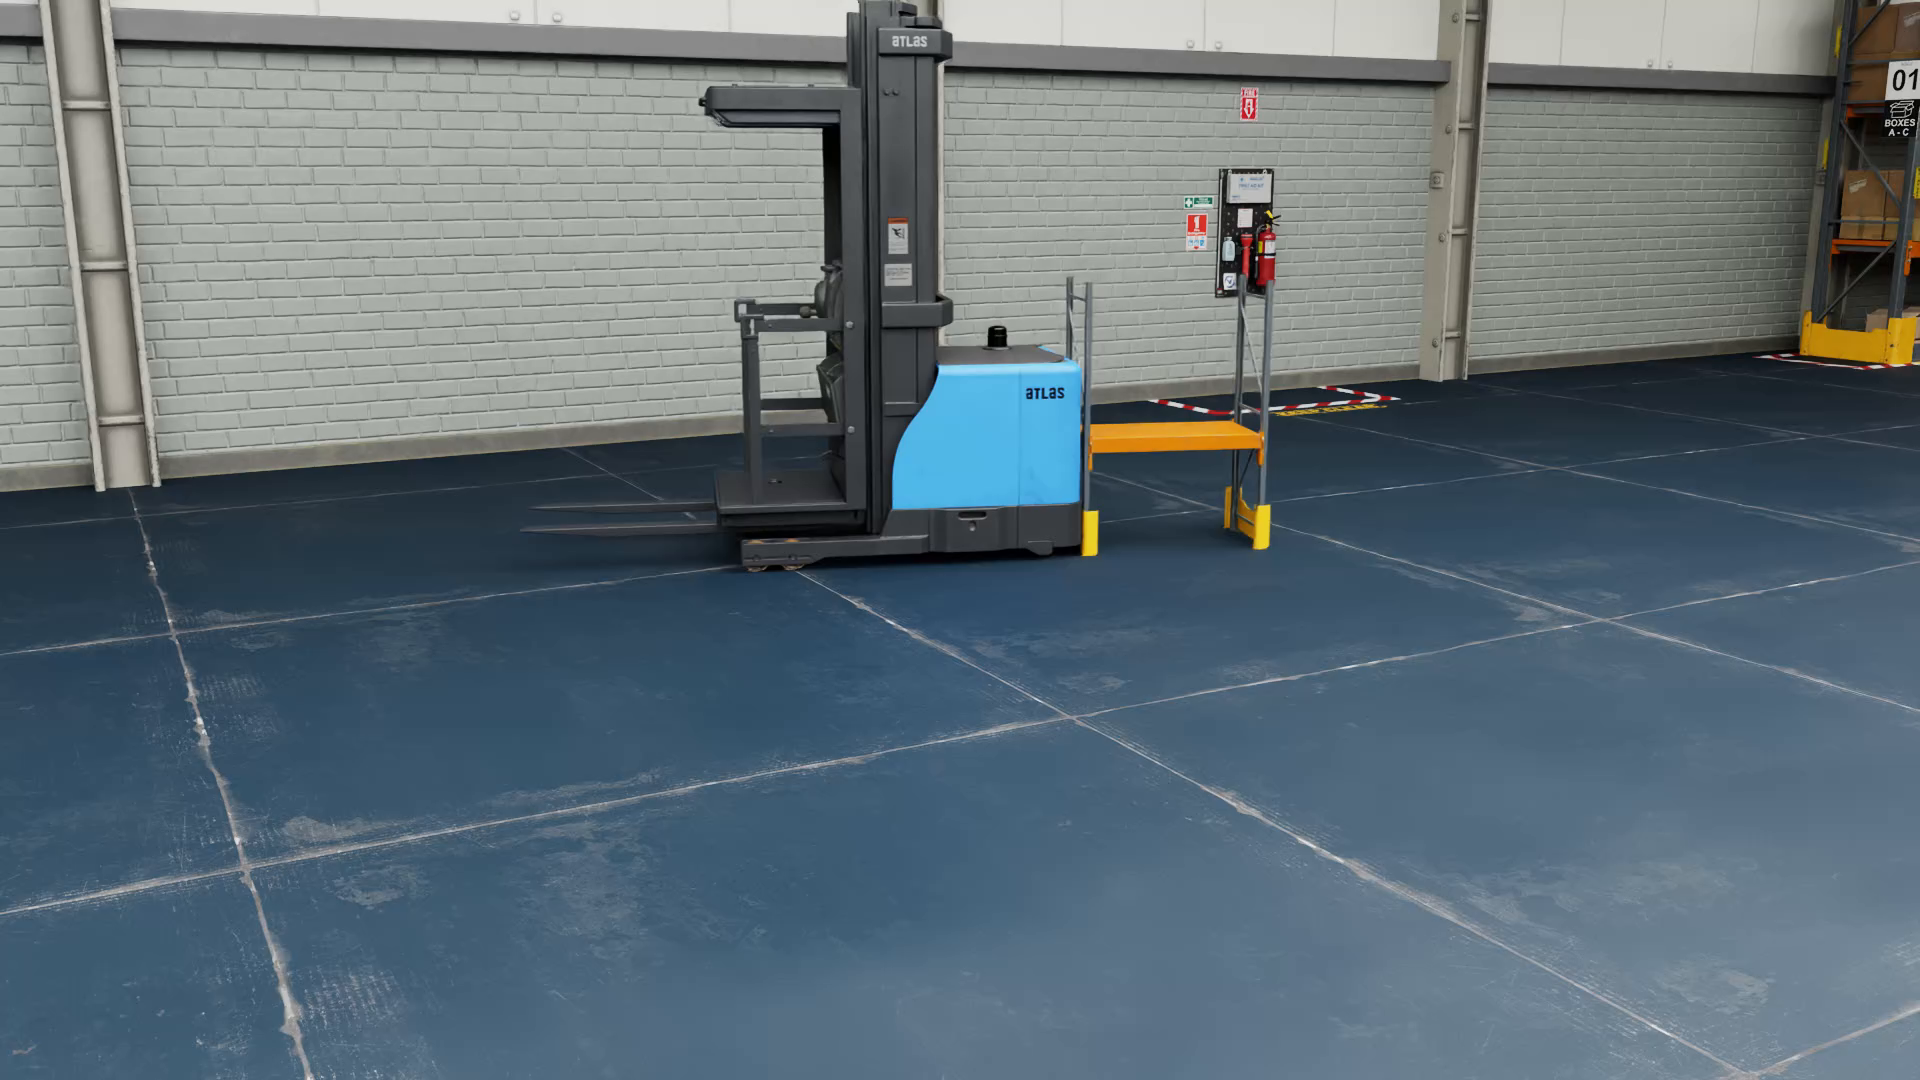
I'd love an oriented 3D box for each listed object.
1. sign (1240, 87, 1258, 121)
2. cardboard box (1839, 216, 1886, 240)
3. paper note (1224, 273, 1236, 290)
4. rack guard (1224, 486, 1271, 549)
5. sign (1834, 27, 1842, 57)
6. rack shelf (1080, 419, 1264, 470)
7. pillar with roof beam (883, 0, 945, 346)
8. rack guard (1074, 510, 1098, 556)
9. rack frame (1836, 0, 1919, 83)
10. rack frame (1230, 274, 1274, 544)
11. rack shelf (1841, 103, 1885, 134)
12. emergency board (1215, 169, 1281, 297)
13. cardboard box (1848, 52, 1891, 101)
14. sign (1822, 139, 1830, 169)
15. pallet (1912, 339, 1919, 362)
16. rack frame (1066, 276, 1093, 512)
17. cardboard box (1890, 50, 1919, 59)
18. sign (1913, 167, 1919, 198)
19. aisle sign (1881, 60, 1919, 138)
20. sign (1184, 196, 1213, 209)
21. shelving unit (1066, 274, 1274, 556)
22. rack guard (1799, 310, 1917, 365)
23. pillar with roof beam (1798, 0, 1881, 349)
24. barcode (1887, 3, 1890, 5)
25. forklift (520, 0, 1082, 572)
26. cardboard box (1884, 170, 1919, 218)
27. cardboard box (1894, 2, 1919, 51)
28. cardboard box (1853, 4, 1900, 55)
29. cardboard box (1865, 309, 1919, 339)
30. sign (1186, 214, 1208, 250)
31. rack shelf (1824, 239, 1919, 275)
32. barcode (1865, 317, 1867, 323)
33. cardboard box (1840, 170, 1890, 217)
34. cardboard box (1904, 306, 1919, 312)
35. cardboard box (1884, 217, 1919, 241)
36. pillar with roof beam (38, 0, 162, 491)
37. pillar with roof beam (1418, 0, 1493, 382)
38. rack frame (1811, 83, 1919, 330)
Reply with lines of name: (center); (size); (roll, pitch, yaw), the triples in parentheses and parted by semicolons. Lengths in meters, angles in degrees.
sign: (2.652, -3.996, 15.252); (0.199, 0.298, 0.001); (-7, 14, -28)
cardboard box: (10.278, -3.513, 18.683); (0.500, 0.250, 0.500); (-7, 14, -27)
paper note: (2.518, -2.411, 15.498); (0.142, 0.148, 0.016); (-7, 14, -28)
rack guard: (1.661, -0.133, 9.632); (0.087, 0.250, 0.587); (-2, 13, -9)
sign: (9.712, -5.494, 18.343); (0.005, 0.325, 0.100); (-7, 14, -28)
rack shelf: (1.161, -0.549, 9.454); (1.000, 0.185, 0.538); (-2, 13, -9)
pillar with roof beam: (1.690, -4.565, 9.398); (0.400, 9.000, 9.100); (-7, 14, -28)
rack guard: (0.678, -0.098, 9.474); (0.087, 0.250, 0.587); (-2, 13, -9)
rack frame: (9.960, -6.417, 17.626); (0.127, 3.000, 1.000); (-7, 14, -28)
rack frame: (1.662, -0.743, 9.495); (0.032, 1.500, 0.500); (-2, 13, -9)
rack shelf: (11.716, -4.813, 18.969); (4.000, 0.370, 1.077); (-7, 14, -28)
emergency board: (2.707, -2.846, 15.425); (0.643, 1.169, 0.194); (-7, 14, -28)
cardboard box: (10.205, -5.105, 18.354); (0.500, 0.500, 0.500); (-6, 14, -24)
sign: (9.712, -4.318, 18.607); (0.005, 0.325, 0.100); (-7, 14, -28)
pallet: (10.757, -2.216, 18.976); (1.213, 0.211, 1.003); (-7, 14, -28)
rack frame: (0.659, -0.707, 9.334); (0.032, 1.500, 0.500); (-2, 13, -9)
cardboard box: (10.374, -4.999, 17.884); (0.500, 0.500, 0.500); (-6, 14, -26)
sign: (10.221, -3.808, 17.725); (0.005, 0.325, 0.100); (-7, 14, -28)
aisle sign: (10.041, -4.693, 17.708); (0.004, 0.787, 0.394); (-7, 14, -28)
sign: (2.180, -3.083, 15.187); (0.331, 0.109, 0.001); (-7, 14, -28)
shelving unit: (1.170, -0.725, 9.416); (1.083, 1.500, 0.587); (-2, 13, -9)
rack guard: (10.027, -2.278, 18.594); (0.348, 0.500, 1.175); (-7, 14, -28)
pillar with roof beam: (12.223, -5.827, 15.007); (0.400, 9.000, 9.100); (-7, 14, -28)
barcode: (10.344, -5.954, 18.529); (0.075, 0.075, 0.001); (-7, 14, -28)
forklift: (-0.892, -1.385, 9.090); (3.031, 2.935, 1.130); (-2, 13, -9)
cardboard box: (10.523, -3.785, 18.182); (0.500, 0.500, 0.500); (-7, 14, -28)
cardboard box: (10.415, -5.493, 17.804); (0.500, 0.500, 0.500); (-8, 15, -32)
cardboard box: (10.214, -5.595, 18.258); (0.500, 0.500, 0.500); (-6, 14, -25)
cardboard box: (10.611, -2.448, 18.778); (0.500, 0.311, 0.500); (-9, 15, -34)
sign: (2.172, -2.826, 15.251); (0.234, 0.329, 0.001); (-7, 14, -28)
rack shelf: (11.716, -3.349, 19.298); (4.000, 0.370, 1.077); (-7, 14, -28)
barcode: (10.435, -2.532, 19.128); (0.075, 0.075, 0.001); (-7, 14, -28)
cardboard box: (10.272, -3.883, 18.619); (0.500, 0.500, 0.500); (-7, 14, -28)
cardboard box: (11.111, -2.508, 19.044); (0.500, 0.311, 0.500); (-6, 14, -23)
cardboard box: (10.541, -3.417, 18.255); (0.500, 0.250, 0.500); (-7, 15, -29)
pillar with roof beam: (-3.576, -3.934, 6.593); (0.400, 9.000, 9.100); (-7, 14, -28)
pillar with roof beam: (6.957, -5.196, 12.203); (0.400, 9.000, 9.100); (-7, 14, -28)
rack frame: (9.960, -3.490, 18.284); (0.127, 3.000, 1.000); (-7, 14, -28)
